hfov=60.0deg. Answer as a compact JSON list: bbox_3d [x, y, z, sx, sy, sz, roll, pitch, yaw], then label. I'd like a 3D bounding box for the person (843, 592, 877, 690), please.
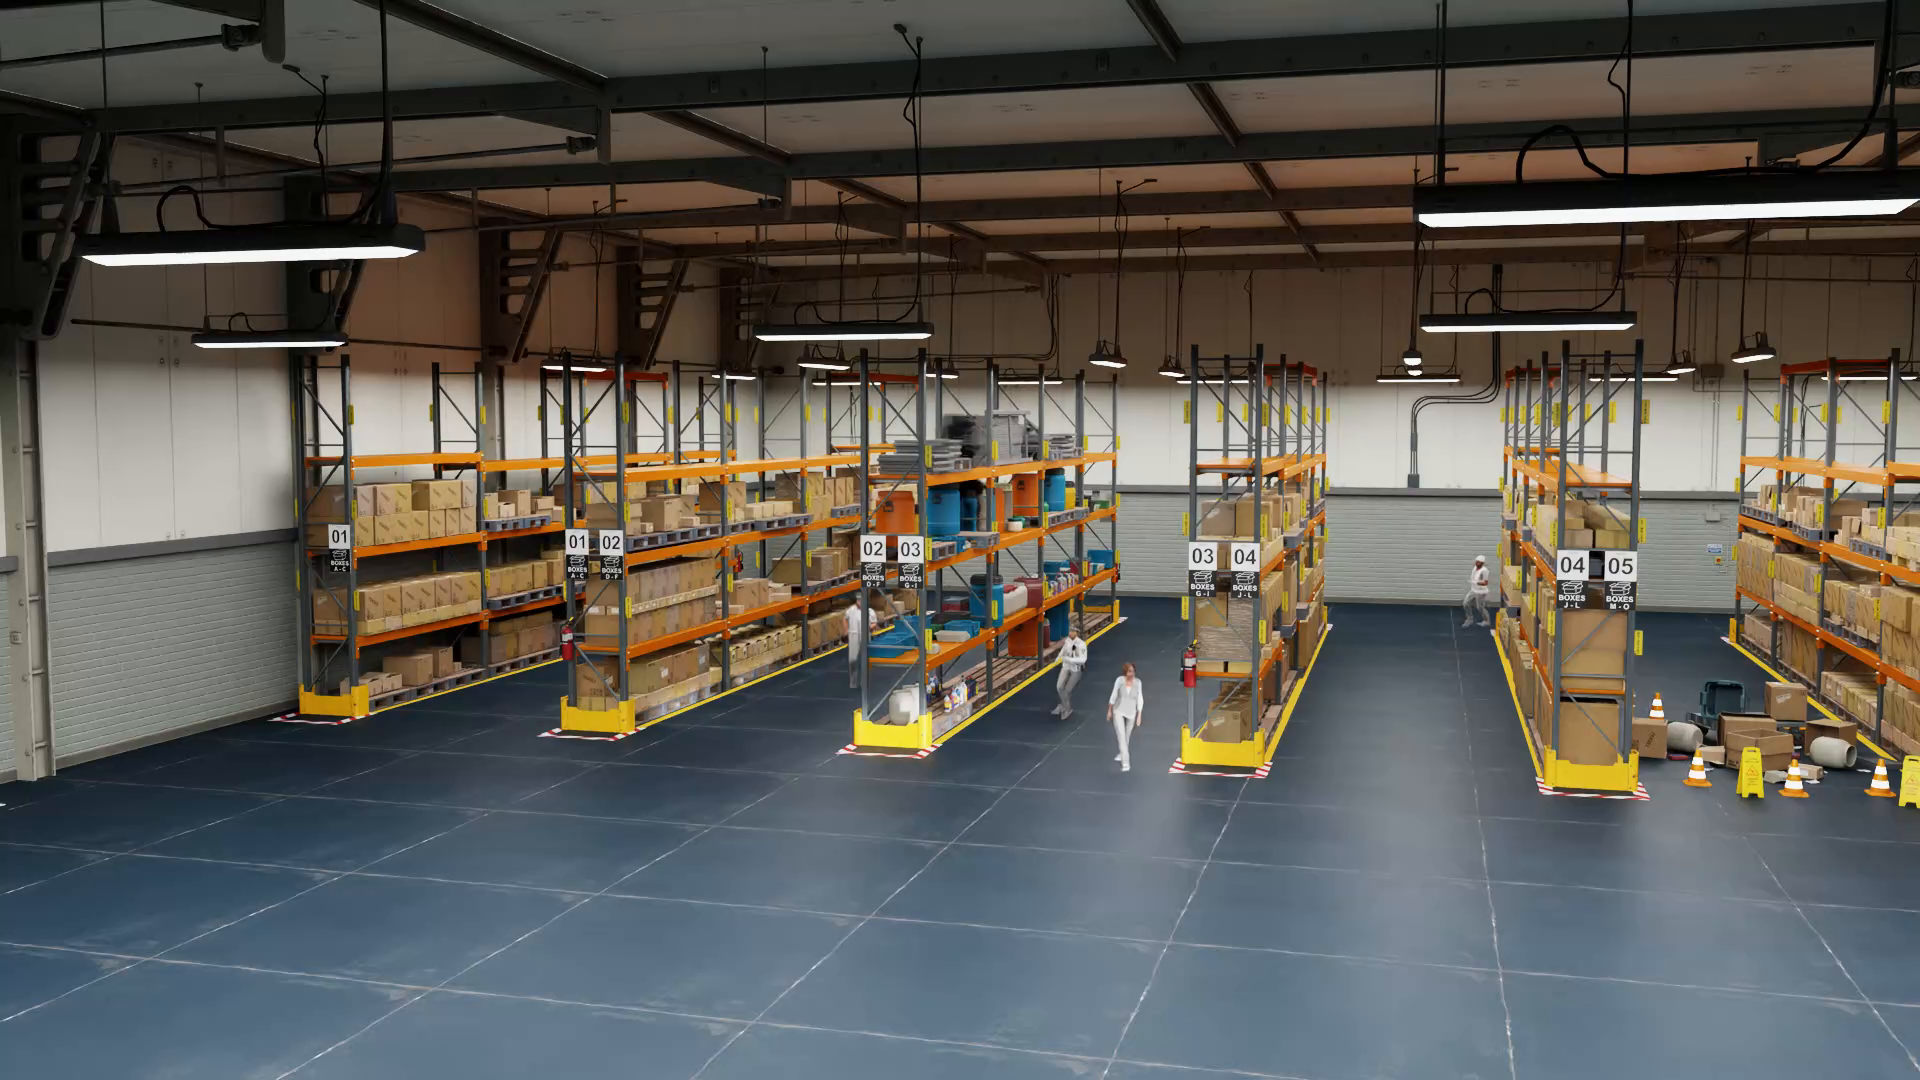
[{"bbox_3d":[-1.838,1.847,30.421,0.643,1.821,0.720,0,4,0],"label":"person"}]

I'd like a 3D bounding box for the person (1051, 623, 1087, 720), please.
[{"bbox_3d":[1.798,2.131,27.401,0.740,1.597,0.662,2,5,27],"label":"person"}]

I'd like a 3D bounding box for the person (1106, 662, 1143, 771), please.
[{"bbox_3d":[2.336,2.471,23.520,0.484,1.465,1.021,-1,4,-8],"label":"person"}]

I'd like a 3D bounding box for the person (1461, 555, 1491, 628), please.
[{"bbox_3d":[12.175,1.231,38.927,0.731,1.758,0.762,-1,4,-13],"label":"person"}]
